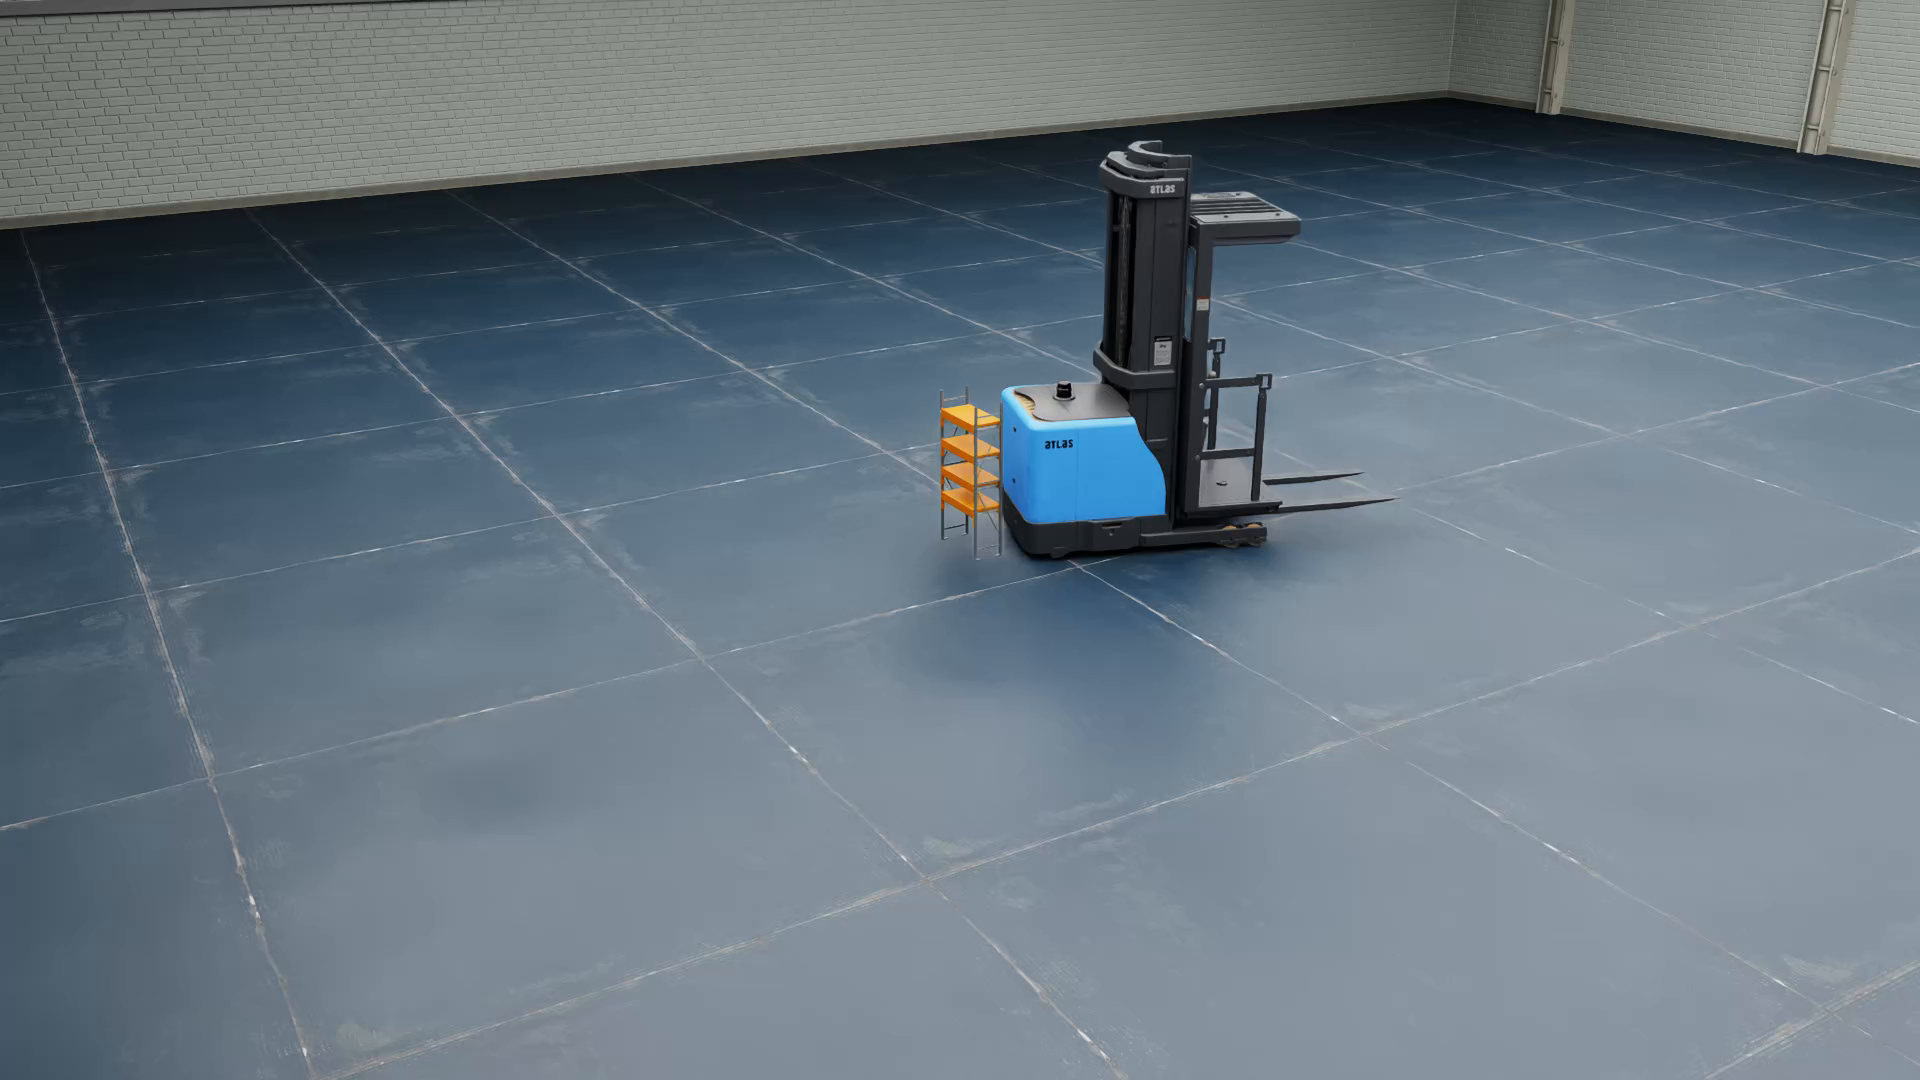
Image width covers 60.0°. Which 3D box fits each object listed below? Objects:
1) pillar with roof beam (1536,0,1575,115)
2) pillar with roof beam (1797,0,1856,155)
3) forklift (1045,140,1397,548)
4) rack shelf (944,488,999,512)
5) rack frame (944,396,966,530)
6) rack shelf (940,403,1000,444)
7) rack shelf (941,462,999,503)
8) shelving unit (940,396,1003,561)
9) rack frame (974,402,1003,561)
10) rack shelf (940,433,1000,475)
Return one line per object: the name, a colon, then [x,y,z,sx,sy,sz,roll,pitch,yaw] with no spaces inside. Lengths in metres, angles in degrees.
pillar with roof beam: [8.591,-12.264,31.034,9.100,9.000,0.400,-13,25,-28]
pillar with roof beam: [11.656,-10.322,26.255,9.100,9.000,0.400,-13,25,-28]
forklift: [1.876,-1.485,12.573,3.031,2.935,1.121,-4,23,-11]
rack shelf: [0.085,-0.305,12.534,0.221,0.021,0.457,-13,25,-28]
rack frame: [-0.041,-0.581,12.648,0.228,1.046,0.006,-13,25,-28]
rack shelf: [0.085,-0.866,12.306,0.258,0.148,0.480,-13,25,-28]
rack shelf: [0.085,-0.440,12.479,0.258,0.148,0.480,-13,25,-28]
shelving unit: [0.086,-0.502,12.452,0.258,1.200,0.499,-13,25,-28]
rack frame: [0.209,-0.423,12.259,0.240,1.200,0.015,-13,25,-28]
rack shelf: [0.085,-0.647,12.395,0.258,0.148,0.480,-13,25,-28]
